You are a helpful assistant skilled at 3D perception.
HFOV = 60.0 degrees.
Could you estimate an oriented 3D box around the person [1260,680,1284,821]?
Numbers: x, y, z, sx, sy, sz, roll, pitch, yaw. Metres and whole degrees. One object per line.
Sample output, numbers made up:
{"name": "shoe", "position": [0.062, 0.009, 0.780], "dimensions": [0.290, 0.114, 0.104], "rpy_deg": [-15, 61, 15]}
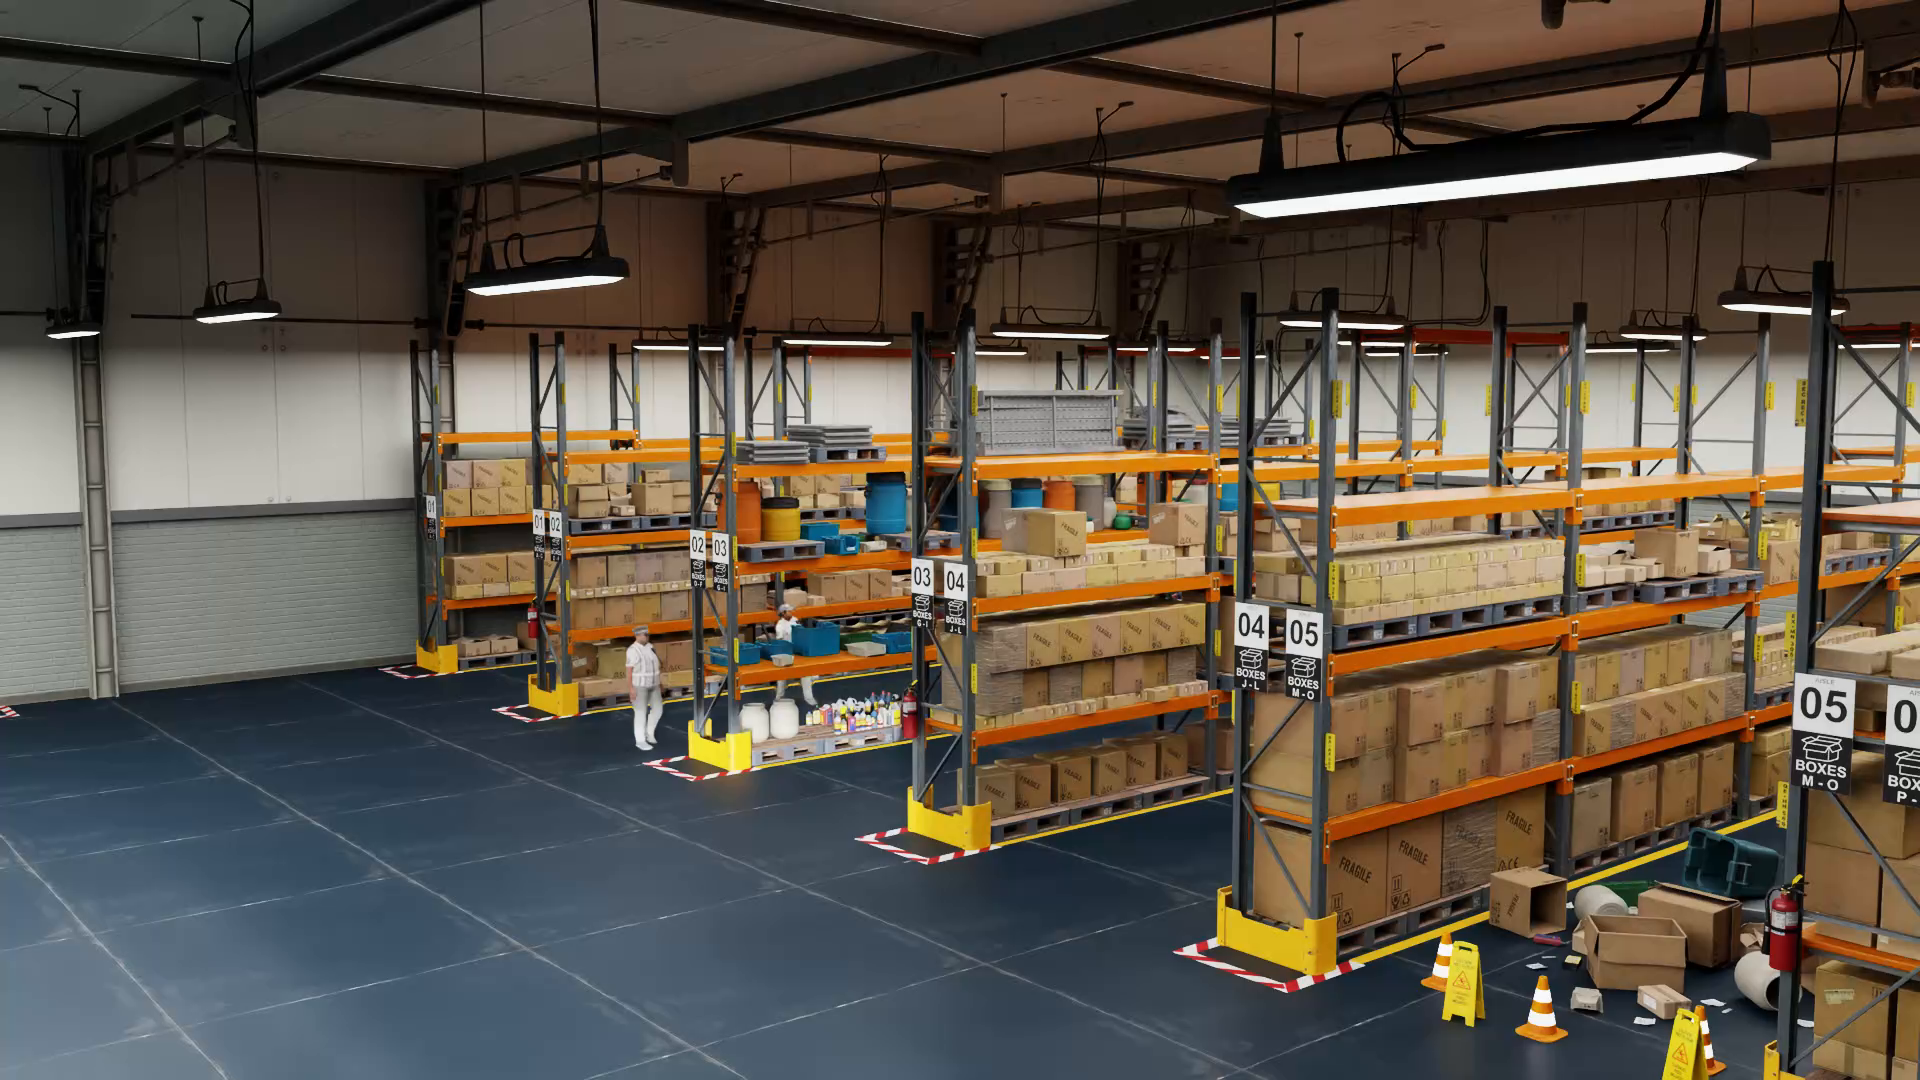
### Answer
{"name": "person", "position": [3.718, 2.502, 19.838], "dimensions": [0.408, 1.676, 0.460], "rpy_deg": [1, 5, 15]}

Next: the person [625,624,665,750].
{"name": "person", "position": [-4.511, 2.092, 23.863], "dimensions": [0.512, 1.790, 0.610], "rpy_deg": [4, 7, 38]}

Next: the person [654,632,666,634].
{"name": "person", "position": [-5.529, 1.494, 30.974], "dimensions": [0.529, 1.649, 0.509], "rpy_deg": [0, 5, 1]}

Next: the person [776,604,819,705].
{"name": "person", "position": [-2.681, 1.865, 26.976], "dimensions": [0.668, 1.687, 0.544], "rpy_deg": [-3, 6, -32]}
